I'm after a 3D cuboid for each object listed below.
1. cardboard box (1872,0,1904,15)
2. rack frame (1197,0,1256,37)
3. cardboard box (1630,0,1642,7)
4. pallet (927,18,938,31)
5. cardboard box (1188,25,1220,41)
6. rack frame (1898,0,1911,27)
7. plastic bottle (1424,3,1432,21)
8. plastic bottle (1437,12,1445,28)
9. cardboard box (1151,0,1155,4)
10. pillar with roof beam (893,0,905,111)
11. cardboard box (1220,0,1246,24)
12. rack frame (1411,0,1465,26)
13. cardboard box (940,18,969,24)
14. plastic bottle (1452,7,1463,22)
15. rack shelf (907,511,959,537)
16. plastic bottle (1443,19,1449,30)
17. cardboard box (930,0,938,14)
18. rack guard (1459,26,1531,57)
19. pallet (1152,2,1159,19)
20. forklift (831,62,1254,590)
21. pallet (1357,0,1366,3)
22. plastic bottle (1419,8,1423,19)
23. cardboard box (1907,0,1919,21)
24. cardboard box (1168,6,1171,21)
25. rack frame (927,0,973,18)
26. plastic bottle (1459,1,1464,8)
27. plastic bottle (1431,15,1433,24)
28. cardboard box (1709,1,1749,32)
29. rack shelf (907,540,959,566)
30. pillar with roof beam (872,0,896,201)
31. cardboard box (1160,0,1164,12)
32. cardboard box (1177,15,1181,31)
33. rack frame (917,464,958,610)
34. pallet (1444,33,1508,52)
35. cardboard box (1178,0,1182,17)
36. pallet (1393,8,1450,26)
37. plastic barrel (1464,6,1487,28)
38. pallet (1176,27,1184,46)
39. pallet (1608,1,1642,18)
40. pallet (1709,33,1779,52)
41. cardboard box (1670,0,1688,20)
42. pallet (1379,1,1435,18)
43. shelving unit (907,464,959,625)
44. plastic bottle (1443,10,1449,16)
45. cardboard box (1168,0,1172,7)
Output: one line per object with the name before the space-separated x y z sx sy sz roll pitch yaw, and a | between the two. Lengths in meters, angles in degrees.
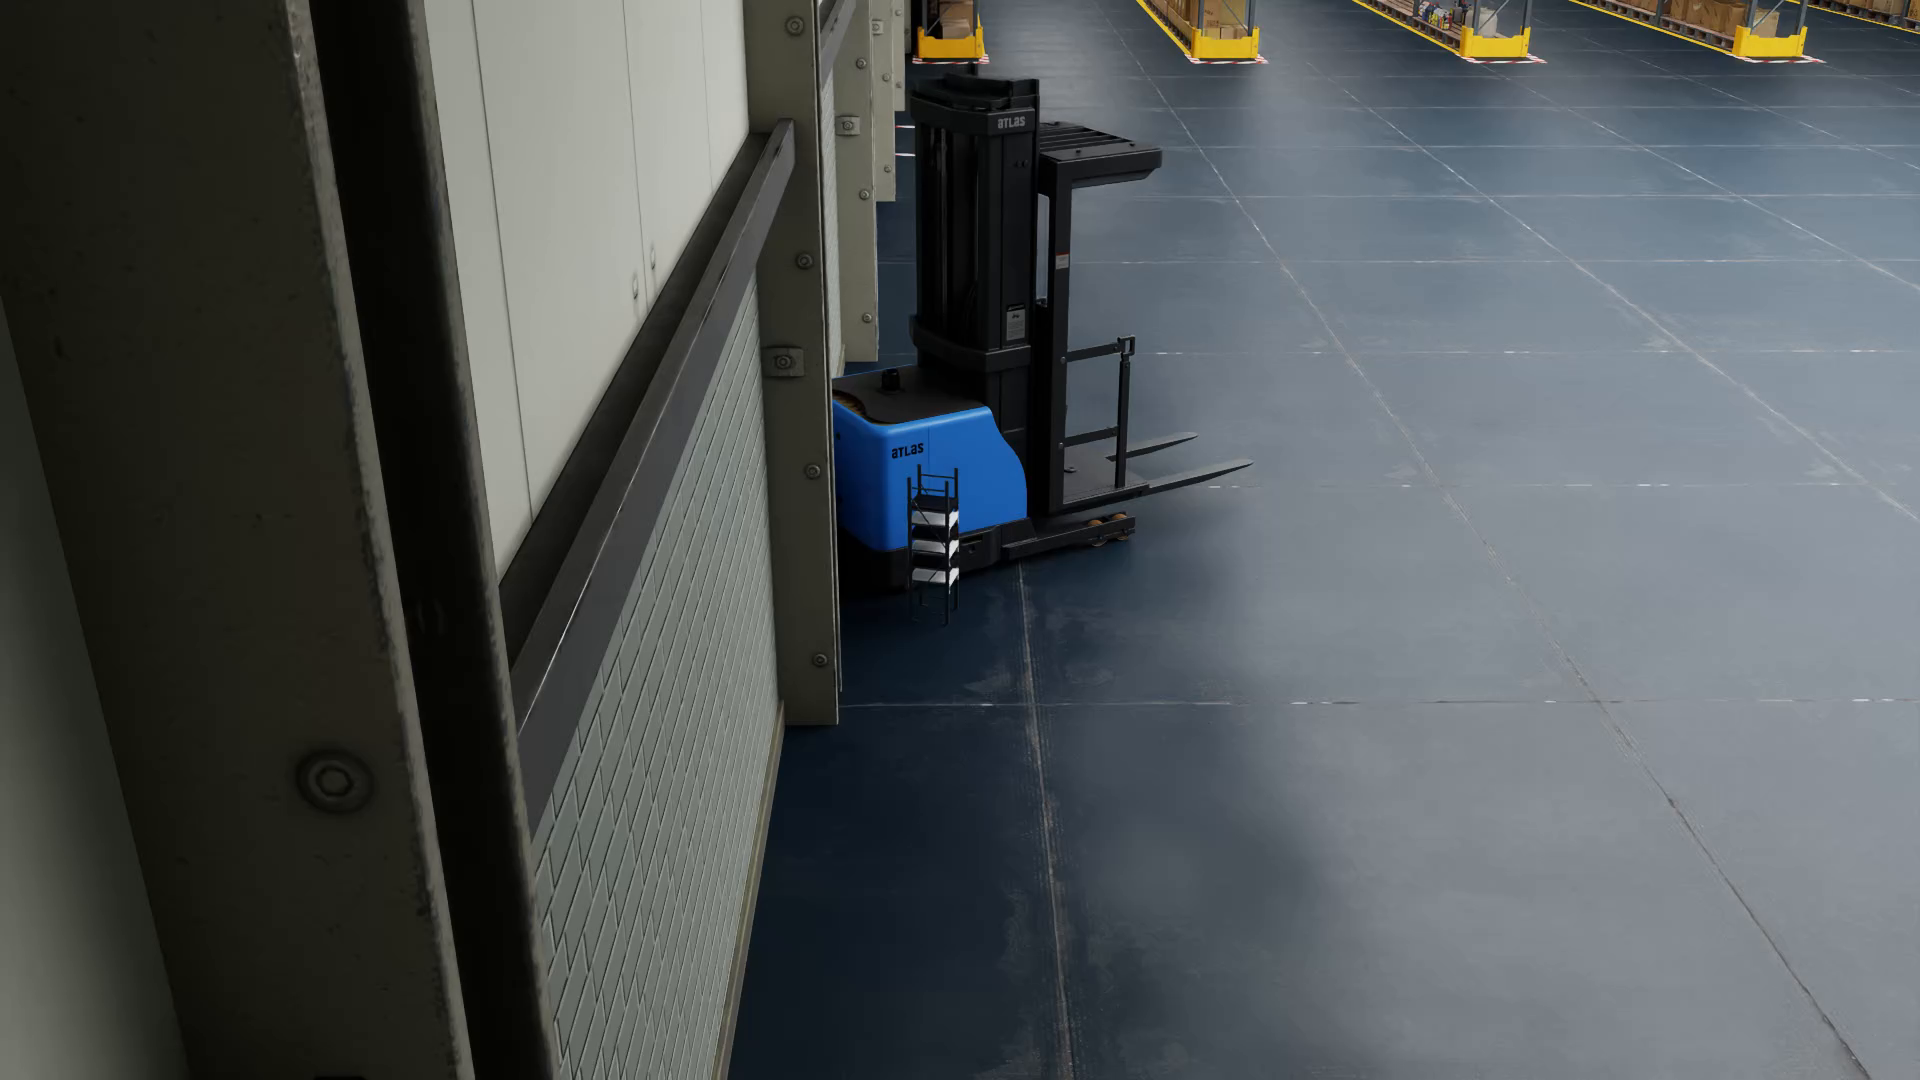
cardboard box | 19.499 -11.211 34.119 1.050 0.750 0.750 0 24 -1
rack frame | 4.773 -10.118 29.481 1.000 3.000 0.127 0 24 -1
cardboard box | 14.657 -11.551 35.149 0.700 0.500 0.500 -2 24 -5
pallet | -0.182 -10.195 33.036 1.003 0.211 1.213 0 24 -1
cardboard box | 4.471 -9.276 30.447 0.500 0.250 0.500 0 24 -1
rack frame | 19.596 -11.790 33.178 1.000 3.000 0.127 0 24 -1
plastic bottle | 9.276 -10.446 32.887 0.144 0.351 0.185 0 24 1
plastic bottle | 9.290 -10.014 32.023 0.152 0.276 0.135 -1 24 -2
cardboard box | 4.415 -11.714 35.838 0.500 0.250 0.500 -1 24 -2
pillar with roof beam | 3.317 -10.659 23.397 9.100 9.000 0.400 0 24 -1
cardboard box | 4.982 -9.826 30.753 0.500 0.500 0.500 0 24 -1
rack frame | 9.682 -11.787 33.171 1.000 3.000 0.127 0 24 -1
cardboard box | -0.105 -9.590 31.042 0.500 0.311 0.500 2 24 4
plastic bottle | 9.832 -10.392 32.859 0.152 0.276 0.135 0 24 -1
rack shelf | -0.153 -0.104 9.533 0.258 0.077 0.200 6 25 14
plastic bottle | 9.267 -9.819 31.682 0.097 0.201 0.097 0 24 0
cardboard box | -0.249 -11.107 34.168 0.700 0.500 0.500 1 24 1
rack guard | 9.678 -9.031 30.111 1.175 0.500 0.348 0 24 -1
pallet | 4.666 -11.303 35.485 1.003 0.211 1.213 0 24 -1
forklift | 0.543 -1.467 10.438 3.031 2.935 1.130 -14 28 -28
pallet | 9.588 -12.489 38.108 1.003 0.211 1.213 0 24 -1
plastic bottle | 9.248 -10.537 33.270 0.097 0.201 0.097 0 24 0
cardboard box | 19.532 -10.753 32.955 0.875 0.875 0.875 0 24 0
cardboard box | 4.431 -10.512 33.180 0.500 0.250 0.500 0 24 -1
rack frame | -0.224 -11.742 33.073 1.000 3.000 0.127 0 24 -1
plastic bottle | 9.977 -10.516 33.042 0.144 0.351 0.185 -1 24 -2
plastic bottle | 9.258 -10.183 32.487 0.097 0.201 0.097 0 24 0
cardboard box | 14.660 -9.975 31.688 0.500 0.500 0.500 2 24 4
rack shelf | -0.153 0.060 9.607 0.258 0.077 0.200 6 25 14
pillar with roof beam | 3.382 -8.187 17.931 9.100 9.000 0.400 0 24 -1
cardboard box | 4.431 -11.083 34.441 0.500 0.250 0.500 -1 24 -1
cardboard box | 4.443 -9.894 31.813 0.500 0.250 0.500 0 24 -1
rack frame | -0.127 -0.011 9.683 0.240 0.900 0.006 6 25 14
pallet | 9.674 -9.234 30.910 1.003 0.211 1.213 0 24 -1
cardboard box | 4.439 -10.236 31.659 0.500 0.500 0.500 0 24 -1
pallet | 9.635 -10.840 34.461 1.003 0.211 1.213 0 24 -1
plastic barrel | 9.637 -9.674 31.008 0.421 0.512 0.421 0 24 0
pallet | 4.712 -9.664 31.861 1.003 0.211 1.213 0 24 -1
pallet | 14.609 -11.363 35.619 1.003 0.211 1.213 0 24 -1
pallet | 14.704 -9.256 30.960 1.003 0.211 1.213 0 24 -1
cardboard box | 14.599 -10.696 33.284 0.500 0.500 0.500 -1 24 -2
pallet | 9.618 -11.344 35.575 1.003 0.211 1.213 0 24 -1
shelving unit | -0.153 0.029 9.593 0.258 0.900 0.210 6 25 14
plastic bottle | 9.430 -10.170 32.367 0.152 0.276 0.135 0 24 -1
cardboard box | 4.421 -10.854 33.025 0.500 0.500 0.500 0 24 -1
